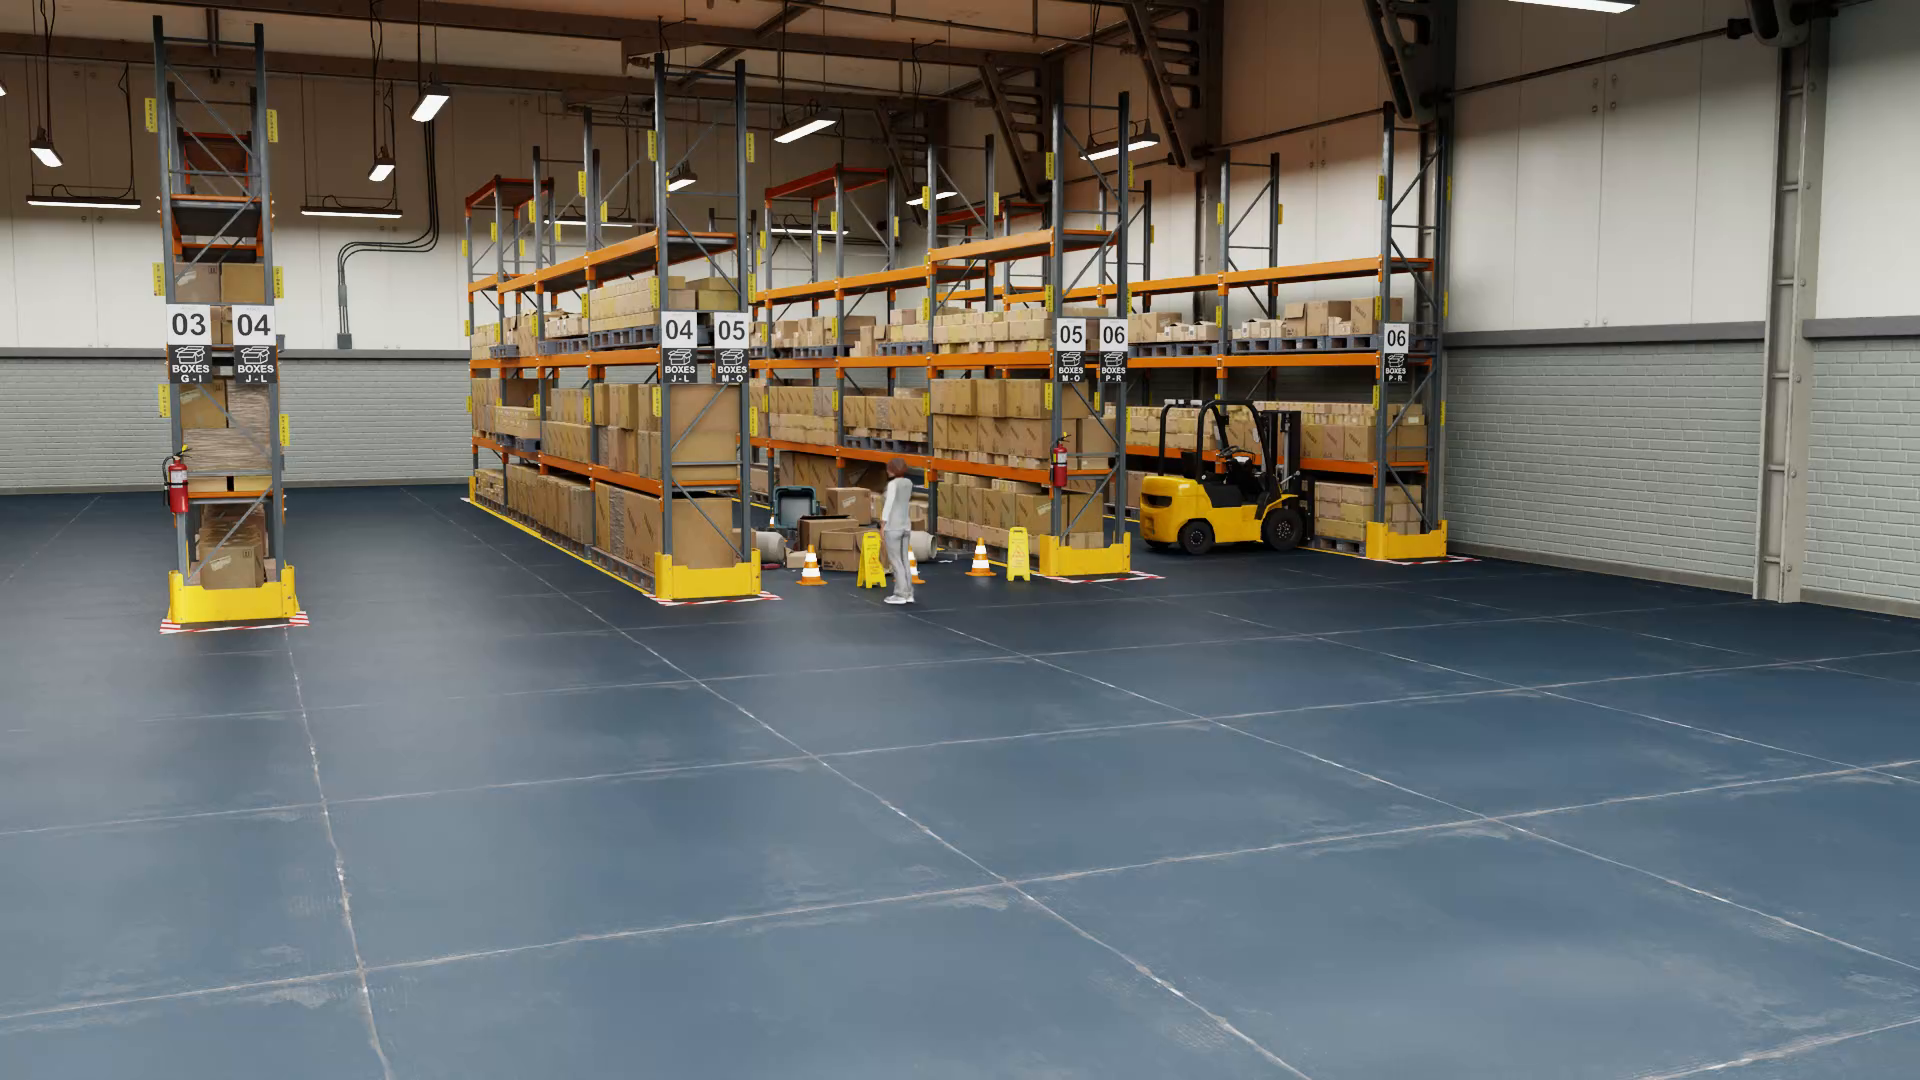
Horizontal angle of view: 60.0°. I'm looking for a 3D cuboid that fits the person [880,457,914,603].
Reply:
[{"bbox_3d":[-0.688,-0.104,18.136,0.343,1.605,0.517,4,7,36],"label":"person"}]
